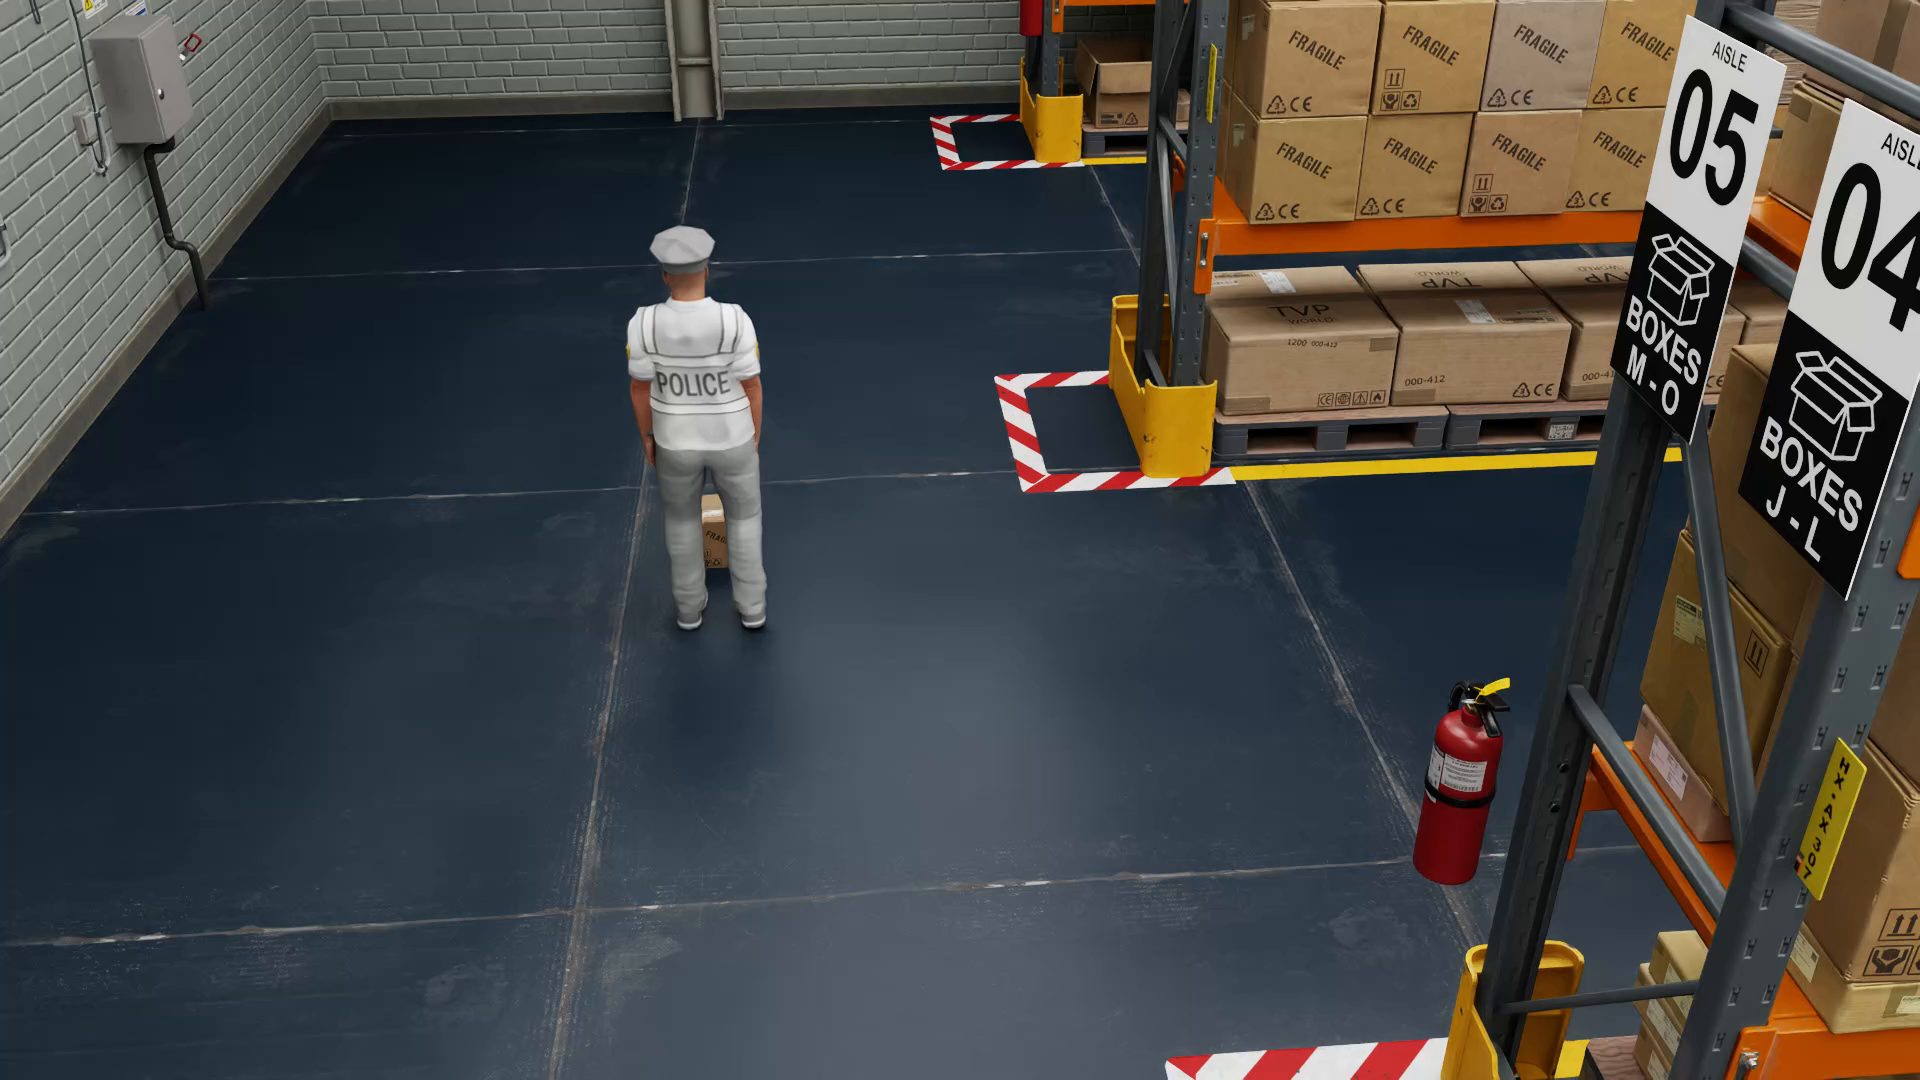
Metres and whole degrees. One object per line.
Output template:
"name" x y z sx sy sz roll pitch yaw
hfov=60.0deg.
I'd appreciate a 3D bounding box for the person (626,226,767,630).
"person" -1.066 -0.431 6.853 0.528 1.756 0.393 -2 31 -3
